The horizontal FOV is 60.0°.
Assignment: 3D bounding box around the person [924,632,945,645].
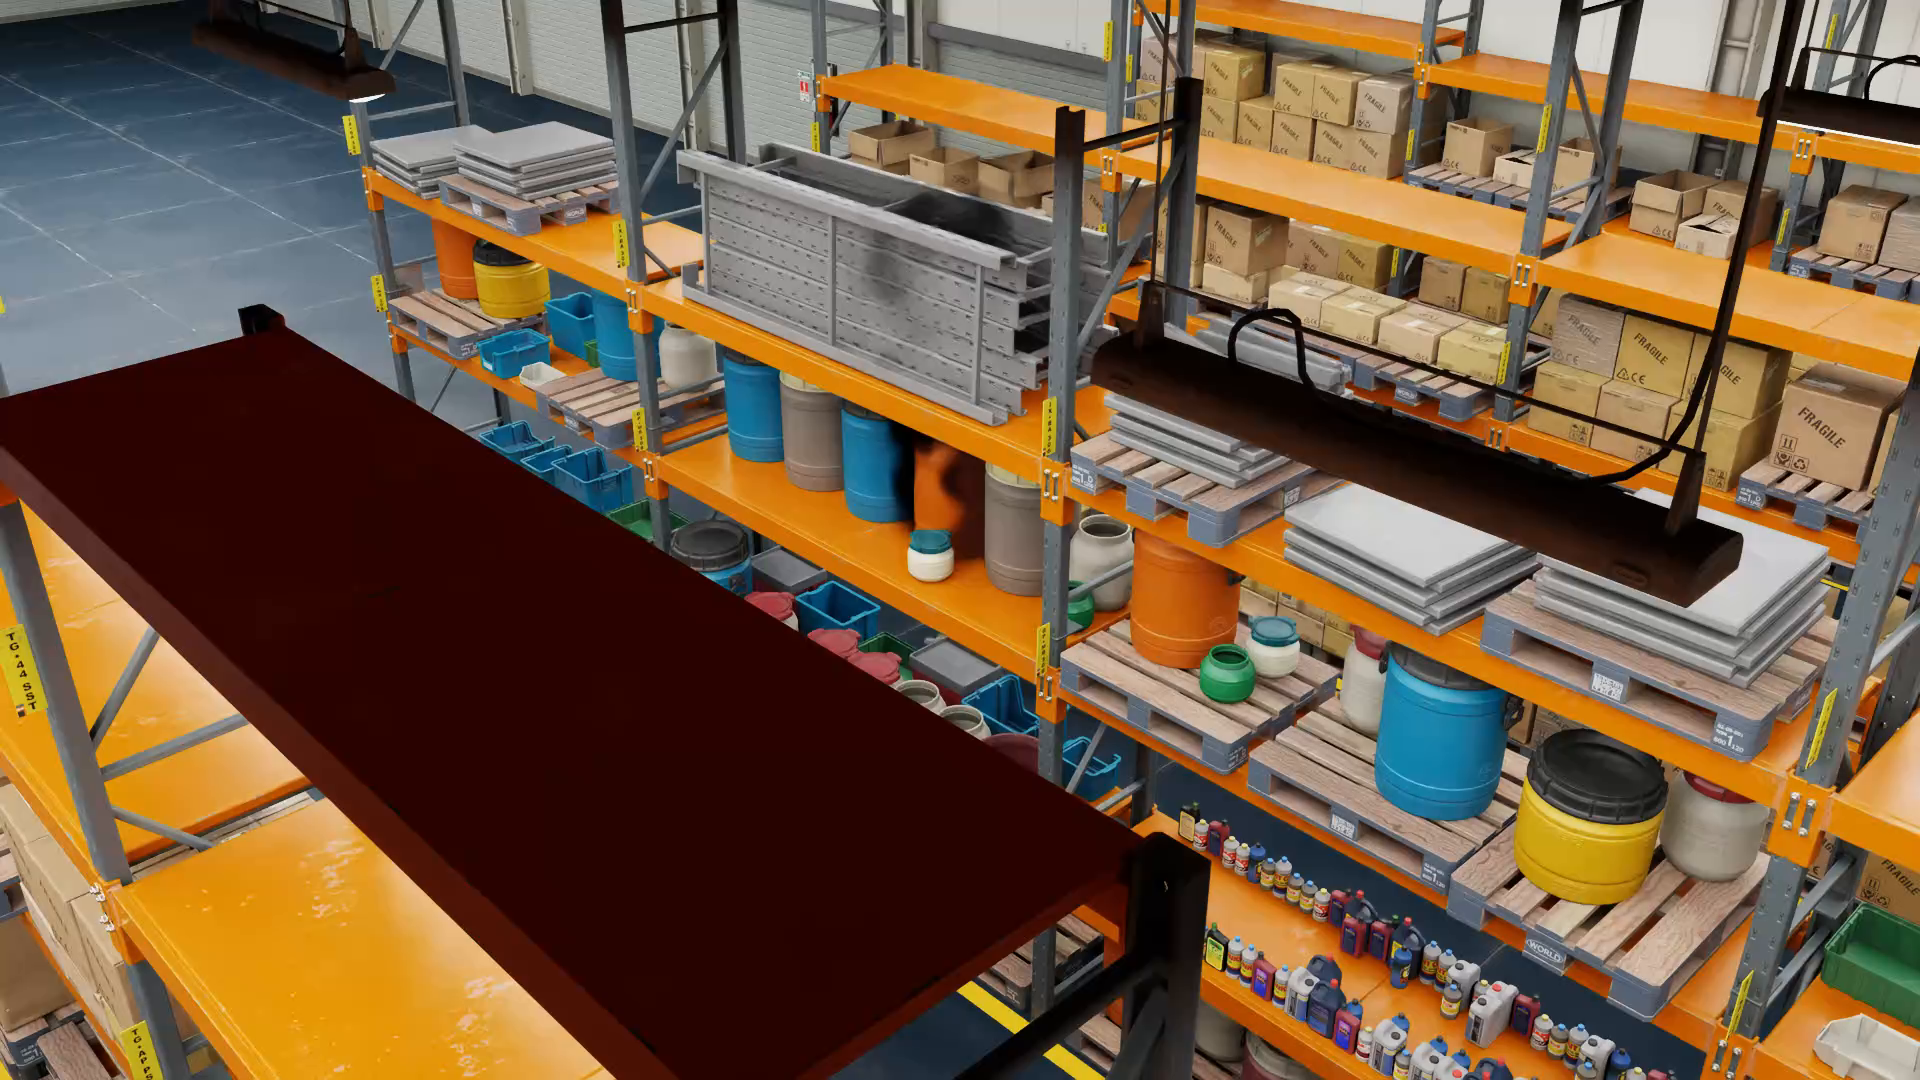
[{"bbox_3d":[-0.015,0.291,14.544,0.747,1.684,0.600,20,34,32],"label":"person"}]
